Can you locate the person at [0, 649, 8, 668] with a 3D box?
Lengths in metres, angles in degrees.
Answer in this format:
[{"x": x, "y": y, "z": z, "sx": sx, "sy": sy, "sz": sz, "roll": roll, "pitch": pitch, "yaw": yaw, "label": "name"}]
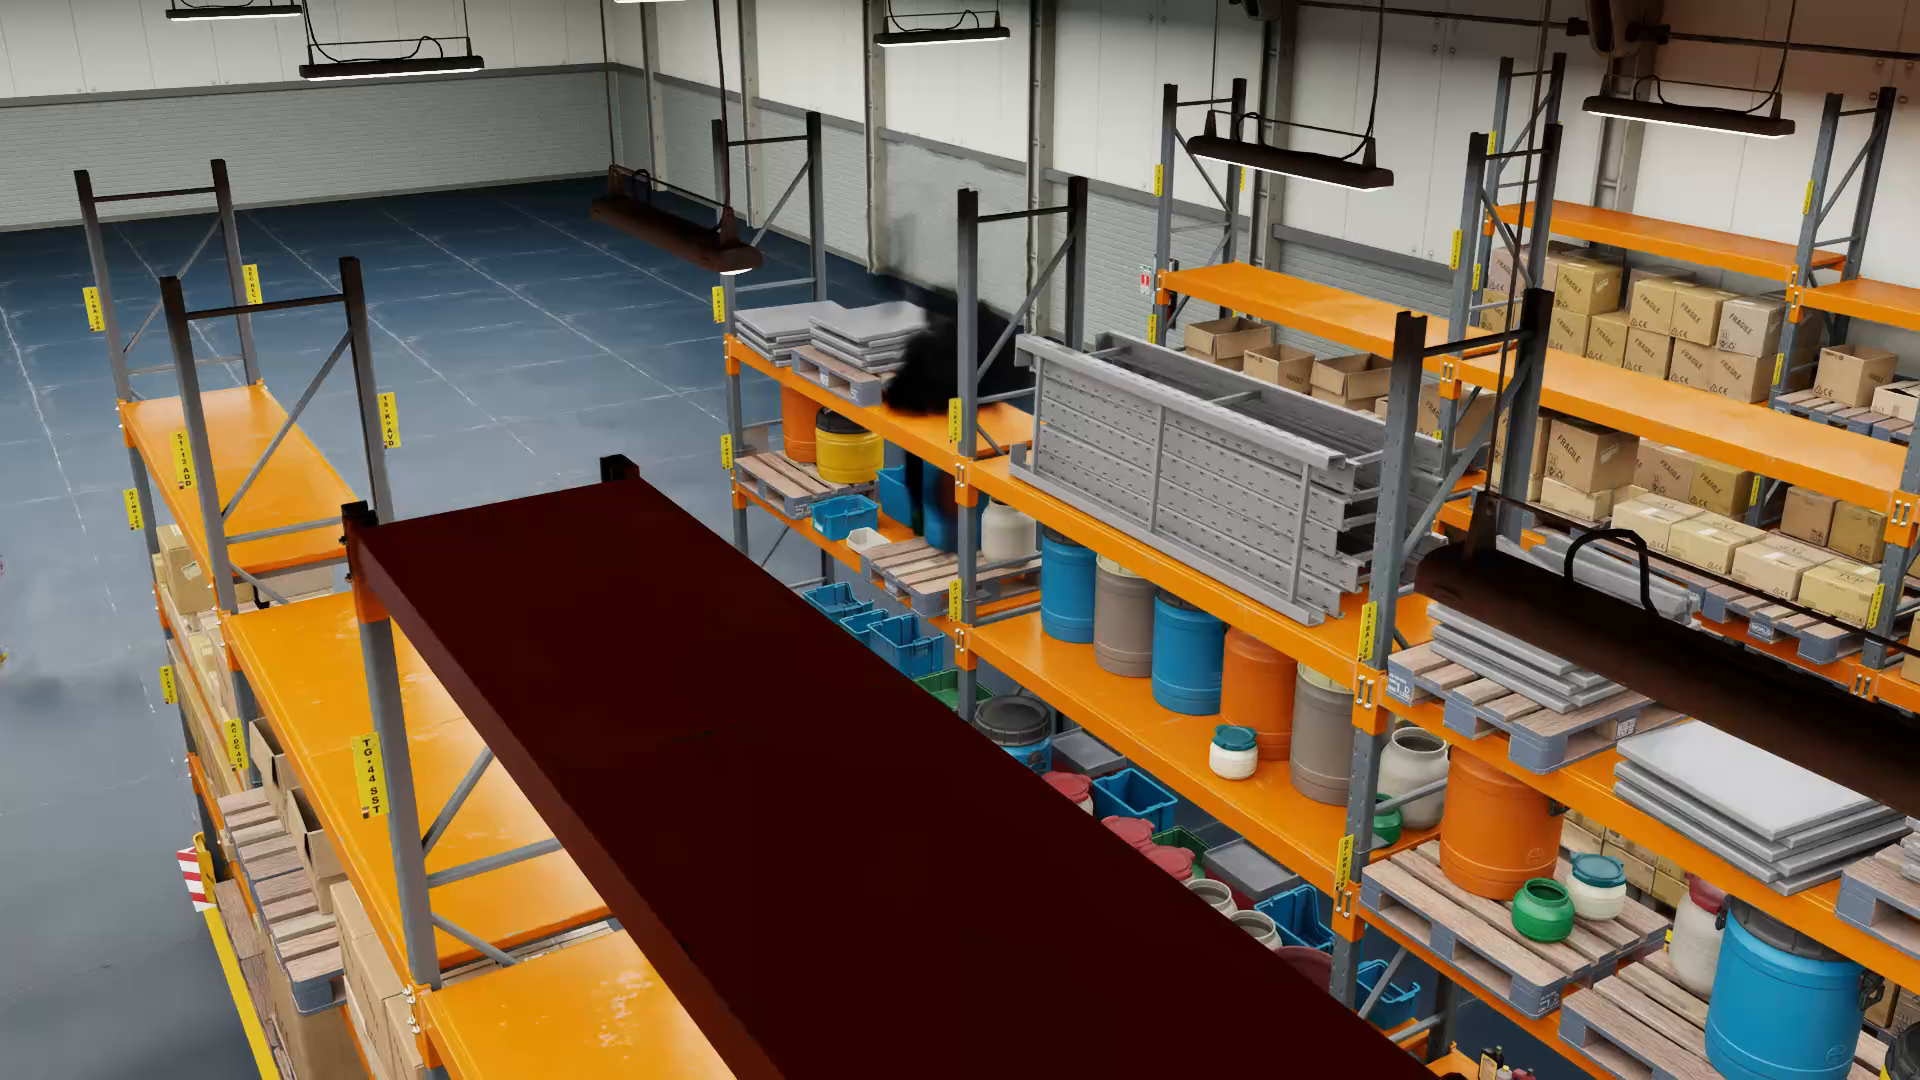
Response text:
[{"x": -10.426, "y": 0.680, "z": 17.381, "sx": 0.785, "sy": 1.733, "sz": 0.712, "roll": 0, "pitch": 22, "yaw": 0, "label": "person"}]
